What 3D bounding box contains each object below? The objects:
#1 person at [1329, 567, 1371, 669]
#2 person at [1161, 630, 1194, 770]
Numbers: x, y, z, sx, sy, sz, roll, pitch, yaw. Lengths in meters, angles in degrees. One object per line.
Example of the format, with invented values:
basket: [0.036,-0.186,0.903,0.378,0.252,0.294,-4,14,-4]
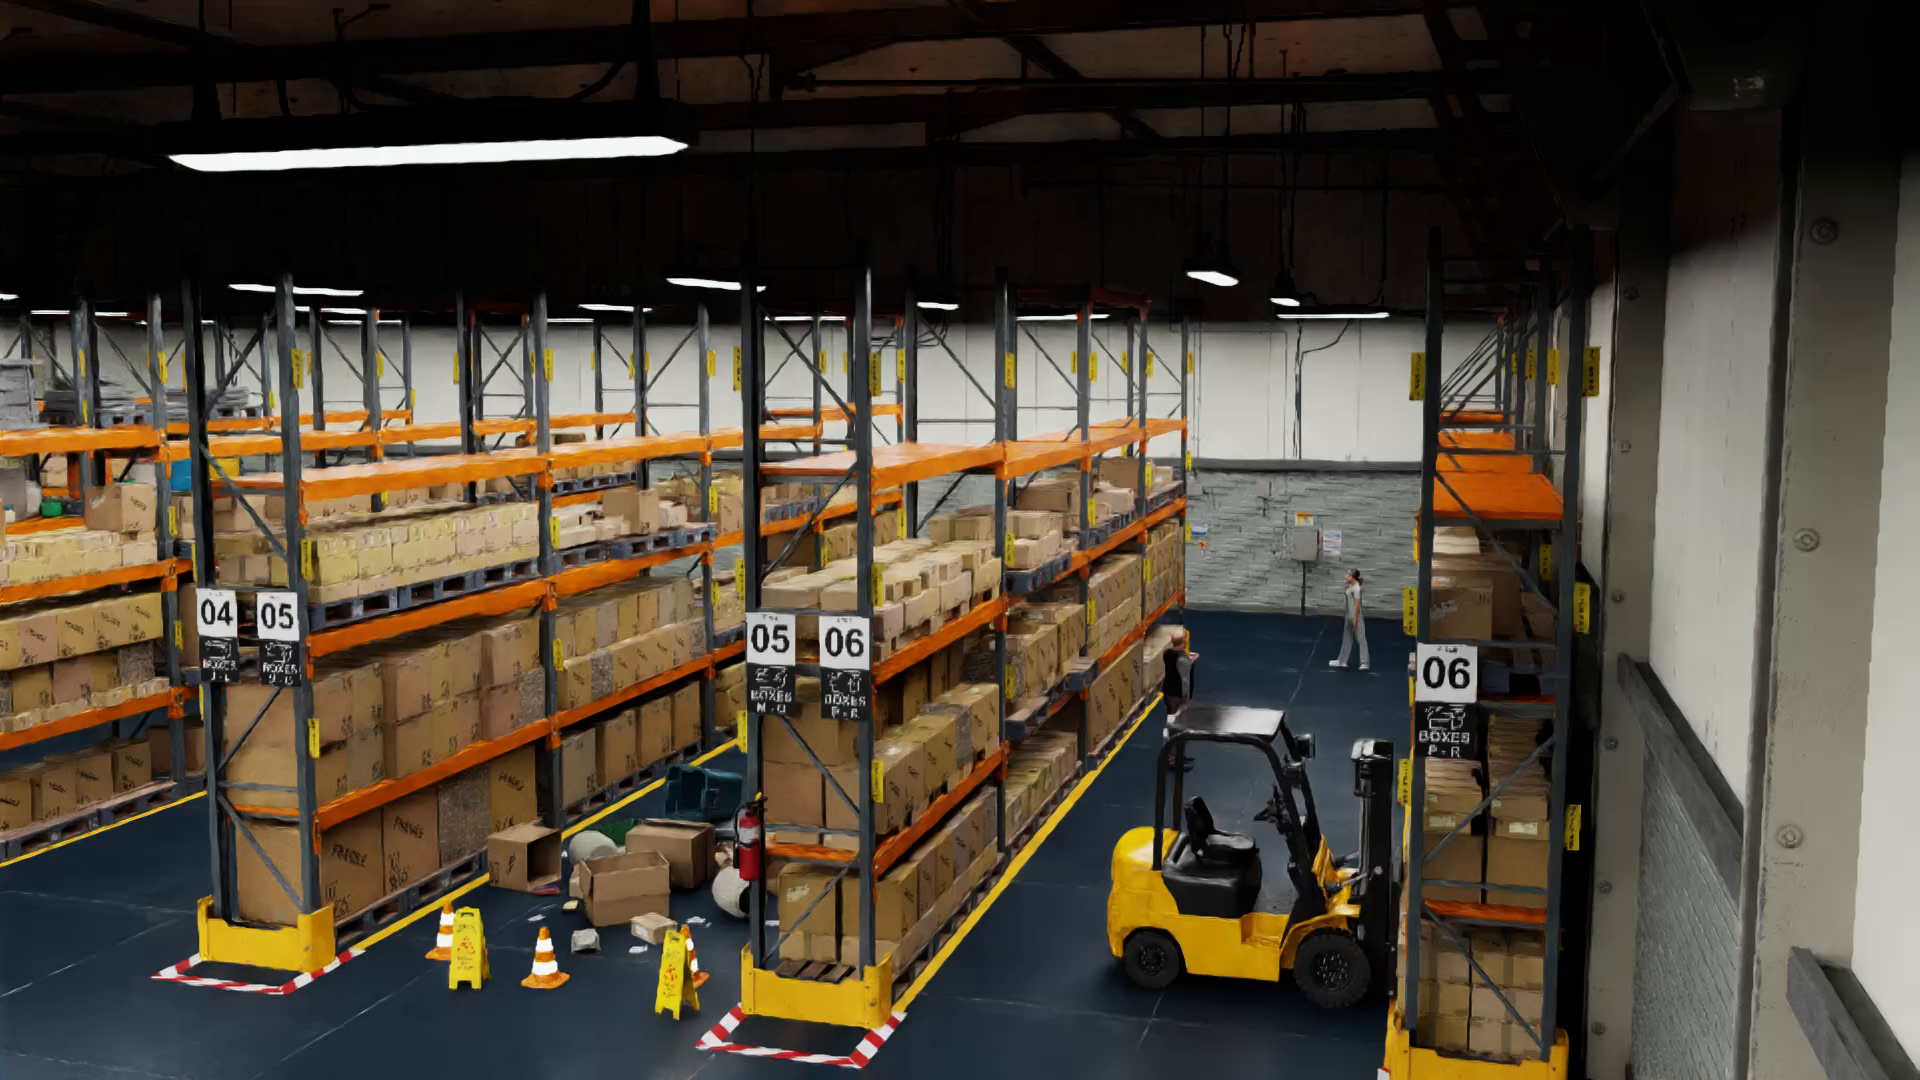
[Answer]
person: [6.448,1.278,27.352,0.619,1.667,0.577,0,6,-2]
person: [2.766,1.973,20.787,0.450,1.727,0.584,-2,7,-15]
